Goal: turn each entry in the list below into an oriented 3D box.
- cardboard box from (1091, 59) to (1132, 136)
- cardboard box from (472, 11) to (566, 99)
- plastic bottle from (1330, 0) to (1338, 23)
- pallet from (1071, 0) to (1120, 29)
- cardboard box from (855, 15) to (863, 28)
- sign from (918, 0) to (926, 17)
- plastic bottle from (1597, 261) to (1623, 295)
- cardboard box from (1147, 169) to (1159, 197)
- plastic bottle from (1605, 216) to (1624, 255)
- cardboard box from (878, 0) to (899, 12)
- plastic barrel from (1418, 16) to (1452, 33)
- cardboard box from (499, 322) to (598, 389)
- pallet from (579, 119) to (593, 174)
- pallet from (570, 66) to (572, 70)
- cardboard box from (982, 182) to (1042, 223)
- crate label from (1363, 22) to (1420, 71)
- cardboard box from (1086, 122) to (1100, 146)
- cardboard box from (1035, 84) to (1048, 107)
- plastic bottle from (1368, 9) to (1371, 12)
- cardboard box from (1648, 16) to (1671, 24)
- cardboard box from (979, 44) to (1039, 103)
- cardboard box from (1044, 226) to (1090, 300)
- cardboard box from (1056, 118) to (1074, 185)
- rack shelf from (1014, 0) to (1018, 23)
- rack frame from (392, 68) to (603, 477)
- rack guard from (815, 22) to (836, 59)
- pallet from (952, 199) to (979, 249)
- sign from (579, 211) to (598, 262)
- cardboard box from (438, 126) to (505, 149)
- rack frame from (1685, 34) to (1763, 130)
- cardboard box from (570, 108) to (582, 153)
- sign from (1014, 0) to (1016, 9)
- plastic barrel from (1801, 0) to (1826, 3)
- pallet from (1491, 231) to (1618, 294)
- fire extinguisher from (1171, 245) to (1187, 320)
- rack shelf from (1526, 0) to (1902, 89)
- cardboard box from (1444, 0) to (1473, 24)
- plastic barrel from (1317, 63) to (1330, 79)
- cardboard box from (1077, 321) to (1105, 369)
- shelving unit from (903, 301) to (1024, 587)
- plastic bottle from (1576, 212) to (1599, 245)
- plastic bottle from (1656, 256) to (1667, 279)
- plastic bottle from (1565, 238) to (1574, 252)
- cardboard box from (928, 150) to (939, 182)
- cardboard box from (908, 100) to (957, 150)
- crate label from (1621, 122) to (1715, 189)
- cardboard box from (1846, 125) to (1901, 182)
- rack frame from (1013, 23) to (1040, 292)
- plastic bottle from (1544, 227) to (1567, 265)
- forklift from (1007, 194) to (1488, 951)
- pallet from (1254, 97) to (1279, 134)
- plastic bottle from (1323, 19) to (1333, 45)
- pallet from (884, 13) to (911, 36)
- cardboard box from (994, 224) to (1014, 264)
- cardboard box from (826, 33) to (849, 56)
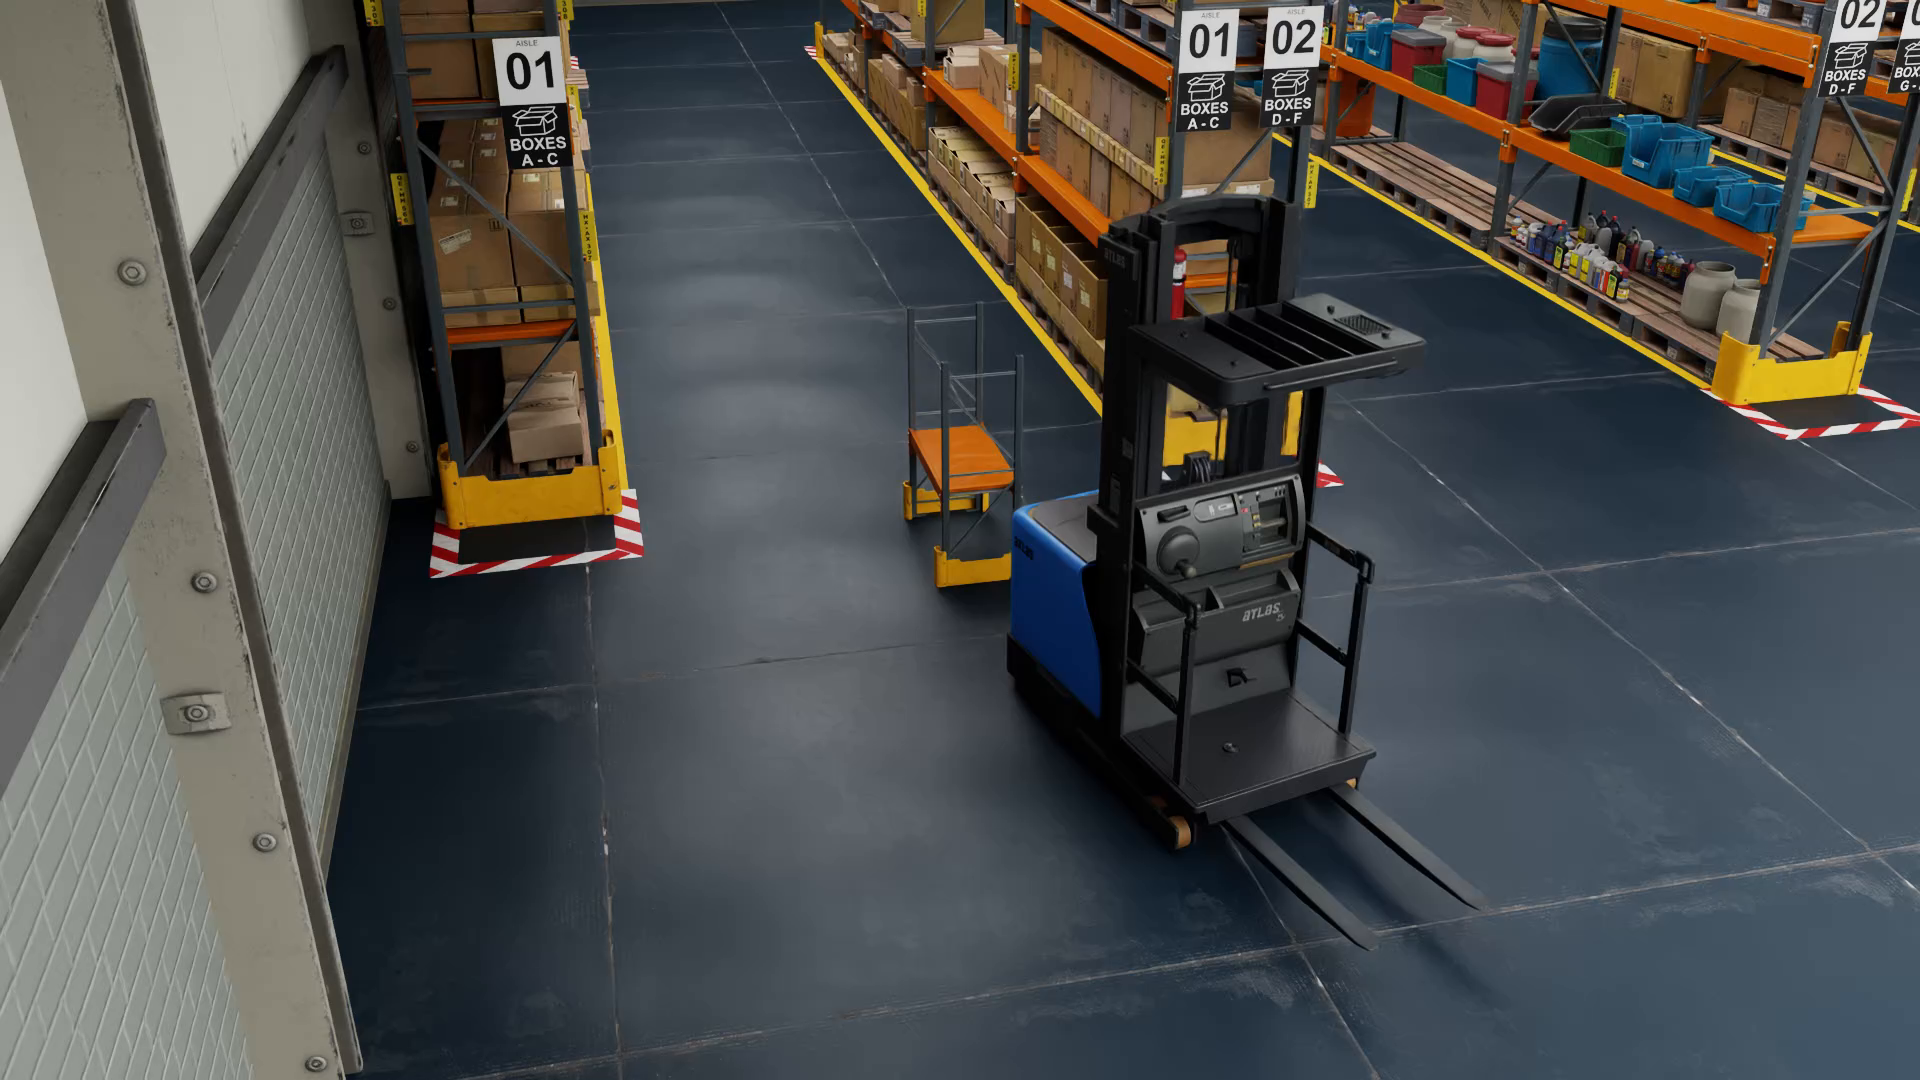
[{"bbox_3d":[1.455,-3.534,13.219,0.700,0.500,0.500,-6,27,-12],"label":"cardboard box"},{"bbox_3d":[-2.746,-3.070,10.387,0.500,0.500,0.500,-5,27,-10],"label":"cardboard box"},{"bbox_3d":[4.840,-6.799,21.376,0.152,0.276,0.135,-6,27,-12],"label":"plastic bottle"},{"bbox_3d":[1.499,-4.159,12.776,1.003,0.211,1.213,-6,27,-12],"label":"pallet"},{"bbox_3d":[-1.332,-7.900,25.706,0.500,0.500,0.500,-6,27,-12],"label":"cardboard box"},{"bbox_3d":[-0.418,-5.944,18.347,0.100,0.325,0.005,-6,27,-12],"label":"sign"},{"bbox_3d":[5.867,-2.367,14.991,0.152,0.276,0.135,-6,27,-11],"label":"plastic bottle"},{"bbox_3d":[1.579,-2.607,12.102,0.380,0.149,0.250,-5,27,-10],"label":"cardboard box"},{"bbox_3d":[6.306,-2.943,16.050,0.144,0.351,0.185,-7,28,-14],"label":"plastic bottle"},{"bbox_3d":[-0.687,-6.984,21.027,0.700,0.500,0.500,-2,27,-3],"label":"cardboard box"},{"bbox_3d":[5.375,-5.643,18.823,0.421,0.512,0.421,0,27,0],"label":"plastic barrel"},{"bbox_3d":[-3.227,-1.476,12.977,0.700,0.500,0.500,-8,28,-15],"label":"cardboard box"},{"bbox_3d":[-3.846,-3.526,14.965,1.003,0.211,1.213,-6,27,-12],"label":"pallet"},{"bbox_3d":[-6.263,-6.941,24.614,1.003,0.211,1.213,-6,27,-12],"label":"pallet"},{"bbox_3d":[0.516,-3.352,16.372,0.500,0.311,0.500,-5,27,-10],"label":"cardboard box"},{"bbox_3d":[4.896,-5.575,18.774,0.502,0.435,0.616,-6,27,-12],"label":"crate label"},{"bbox_3d":[1.234,-3.283,13.440,0.380,0.149,0.250,-6,27,-12],"label":"cardboard box"},{"bbox_3d":[0.882,-3.962,14.787,0.380,0.149,0.250,-6,27,-12],"label":"cardboard box"},{"bbox_3d":[5.063,-6.460,20.696,0.061,0.283,0.133,-6,27,-12],"label":"plastic bottle"},{"bbox_3d":[9.301,-6.981,21.489,0.500,0.500,0.500,-6,27,-12],"label":"cardboard box"},{"bbox_3d":[0.502,-4.831,17.228,0.500,0.500,0.500,-7,28,-14],"label":"cardboard box"},{"bbox_3d":[1.035,-2.386,14.248,0.500,0.500,0.500,-6,27,-12],"label":"cardboard box"},{"bbox_3d":[1.241,-3.385,14.363,0.700,0.500,0.500,-6,27,-12],"label":"cardboard box"},{"bbox_3d":[0.559,-5.662,16.454,1.077,0.370,4.000,-6,27,-12],"label":"rack shelf"},{"bbox_3d":[-2.914,-1.505,10.749,1.000,3.000,0.127,-6,27,-12],"label":"rack frame"},{"bbox_3d":[-1.677,-7.884,26.162,1.175,0.500,0.348,-6,27,-12],"label":"rack guard"},{"bbox_3d":[0.527,-3.377,17.553,1.003,0.211,1.213,-6,27,-12],"label":"pallet"},{"bbox_3d":[-2.386,-1.947,10.663,0.100,0.325,0.005,-6,27,-12],"label":"sign"},{"bbox_3d":[-3.693,-2.863,12.752,0.500,0.500,0.500,-5,27,-10],"label":"cardboard box"},{"bbox_3d":[9.761,-6.526,20.697,1.000,3.000,0.127,-6,27,-12],"label":"rack frame"},{"bbox_3d":[-3.290,-3.143,13.307,0.500,0.500,0.500,-6,27,-12],"label":"cardboard box"},{"bbox_3d":[0.648,-6.096,18.561,0.100,0.325,0.005,-6,27,-12],"label":"sign"},{"bbox_3d":[6.505,-4.430,12.272,0.600,0.830,0.708,-6,27,-12],"label":"plastic barrel"},{"bbox_3d":[5.947,-2.723,16.257,1.003,0.211,1.213,-6,27,-12],"label":"pallet"},{"bbox_3d":[1.485,-1.876,11.570,0.296,0.674,0.183,-6,27,-12],"label":"fire extinguisher"},{"bbox_3d":[6.287,-4.407,13.968,1.077,0.370,4.000,-6,27,-12],"label":"rack shelf"},{"bbox_3d":[8.385,-8.605,26.707,0.875,0.875,0.875,-6,27,-12],"label":"cardboard box"},{"bbox_3d":[4.554,-5.843,21.553,0.600,0.588,0.708,-6,27,-12],"label":"plastic barrel"},{"bbox_3d":[1.264,-1.613,13.548,0.500,0.250,0.500,-6,27,-12],"label":"cardboard box"},{"bbox_3d":[0.017,-0.636,10.692,0.587,1.500,1.083,-6,27,-12],"label":"shelving unit"},{"bbox_3d":[6.122,-3.013,16.188,0.144,0.351,0.185,-6,27,-12],"label":"plastic bottle"},{"bbox_3d":[6.511,-2.524,15.385,0.097,0.201,0.097,0,27,0],"label":"plastic bottle"},{"bbox_3d":[5.726,-2.705,15.667,0.097,0.271,0.097,0,27,0],"label":"plastic bottle"},{"bbox_3d":[-0.060,-4.222,18.717,0.500,0.250,0.500,-6,27,-12],"label":"cardboard box"},{"bbox_3d":[-0.331,-4.989,19.937,0.500,0.500,0.500,-5,27,-10],"label":"cardboard box"},{"bbox_3d":[6.060,-3.307,14.281,0.502,0.435,0.616,-6,27,-12],"label":"crate label"},{"bbox_3d":[10.456,-4.333,18.639,0.700,0.500,0.500,-6,27,-12],"label":"cardboard box"},{"bbox_3d":[1.010,-3.766,15.228,1.000,3.000,0.127,-6,27,-12],"label":"rack frame"},{"bbox_3d":[5.657,-2.801,15.769,0.144,0.351,0.185,-7,28,-14],"label":"plastic bottle"},{"bbox_3d":[1.375,-0.029,7.901,1.130,2.935,3.031,-13,29,-23],"label":"forklift"},{"bbox_3d":[4.445,-5.654,22.065,1.003,0.211,1.213,-6,27,-12],"label":"pallet"},{"bbox_3d":[4.428,-6.105,19.993,0.061,0.283,0.133,-6,27,-12],"label":"plastic bottle"},{"bbox_3d":[-0.334,-6.289,20.441,1.003,0.211,1.213,-6,27,-12],"label":"pallet"},{"bbox_3d":[0.634,-2.878,16.055,0.500,0.250,0.500,-6,27,-12],"label":"cardboard box"},{"bbox_3d":[-1.736,-7.516,25.221,0.500,0.250,0.500,-6,27,-12],"label":"cardboard box"}]
